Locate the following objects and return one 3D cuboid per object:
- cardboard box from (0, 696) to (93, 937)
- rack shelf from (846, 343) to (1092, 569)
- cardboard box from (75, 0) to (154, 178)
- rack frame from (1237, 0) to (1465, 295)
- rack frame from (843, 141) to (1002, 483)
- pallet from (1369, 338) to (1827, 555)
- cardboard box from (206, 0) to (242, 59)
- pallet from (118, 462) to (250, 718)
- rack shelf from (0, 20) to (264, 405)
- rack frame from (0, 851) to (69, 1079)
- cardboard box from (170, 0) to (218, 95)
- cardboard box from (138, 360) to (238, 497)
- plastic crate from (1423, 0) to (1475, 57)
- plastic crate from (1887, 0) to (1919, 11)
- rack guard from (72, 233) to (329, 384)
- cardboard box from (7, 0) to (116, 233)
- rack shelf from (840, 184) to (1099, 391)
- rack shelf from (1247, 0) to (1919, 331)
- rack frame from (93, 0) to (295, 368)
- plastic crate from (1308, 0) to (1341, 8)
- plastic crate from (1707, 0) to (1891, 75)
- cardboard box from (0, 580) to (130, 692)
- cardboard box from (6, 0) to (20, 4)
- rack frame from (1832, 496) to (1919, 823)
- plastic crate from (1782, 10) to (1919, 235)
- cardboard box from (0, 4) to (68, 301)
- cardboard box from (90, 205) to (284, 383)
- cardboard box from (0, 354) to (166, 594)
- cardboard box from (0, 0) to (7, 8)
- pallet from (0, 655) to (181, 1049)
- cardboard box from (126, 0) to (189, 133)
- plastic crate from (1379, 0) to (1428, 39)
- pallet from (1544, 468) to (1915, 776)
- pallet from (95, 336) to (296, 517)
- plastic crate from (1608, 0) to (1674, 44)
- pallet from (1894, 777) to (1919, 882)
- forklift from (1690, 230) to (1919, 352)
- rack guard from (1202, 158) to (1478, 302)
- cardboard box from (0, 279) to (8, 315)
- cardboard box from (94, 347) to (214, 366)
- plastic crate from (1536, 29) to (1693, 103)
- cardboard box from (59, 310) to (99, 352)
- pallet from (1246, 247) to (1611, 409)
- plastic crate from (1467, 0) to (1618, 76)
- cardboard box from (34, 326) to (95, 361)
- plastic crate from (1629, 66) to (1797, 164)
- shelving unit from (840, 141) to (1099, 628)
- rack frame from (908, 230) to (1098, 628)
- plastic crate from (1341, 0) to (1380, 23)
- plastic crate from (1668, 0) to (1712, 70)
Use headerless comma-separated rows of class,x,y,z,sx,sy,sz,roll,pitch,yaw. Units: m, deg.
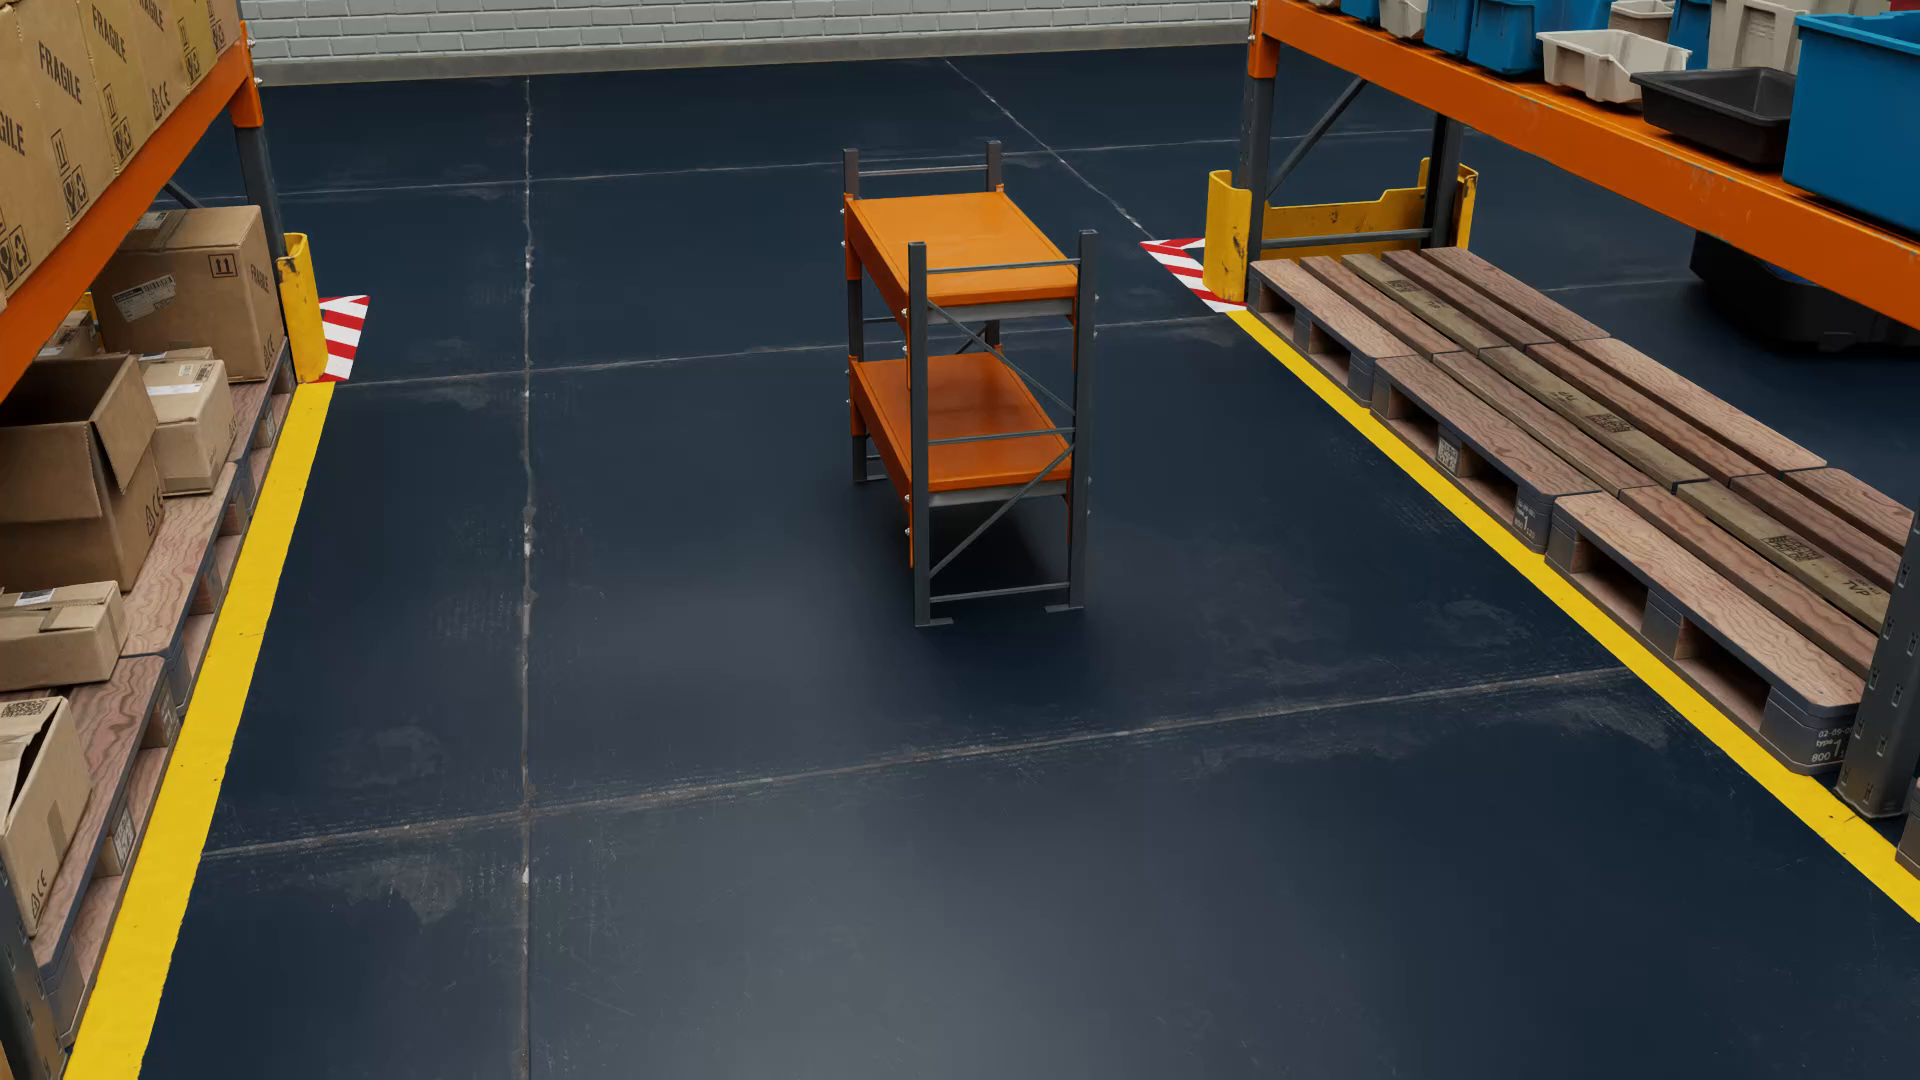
cardboard box,-2.094,0.550,3.326,0.500,0.311,0.500,-6,27,-12
rack shelf,-0.002,-0.287,5.113,0.538,0.278,1.000,-6,27,-12
cardboard box,-2.404,-1.211,4.209,0.500,0.500,0.500,-6,27,-12
rack frame,1.715,-2.505,6.883,1.000,3.000,0.127,-6,27,-12
rack frame,-0.116,-0.728,5.445,0.500,1.125,0.032,-6,27,-12
pallet,2.135,-0.359,5.728,1.003,0.211,1.213,-6,27,-12
cardboard box,-2.745,-1.879,5.533,0.500,0.500,0.500,-5,27,-10
pallet,-2.642,0.159,4.700,1.003,0.211,1.213,-6,27,-12
rack shelf,-2.661,-0.804,4.313,1.077,0.370,4.000,-6,27,-12
rack frame,-2.210,-0.247,2.411,1.000,3.000,0.127,-6,27,-12
cardboard box,-2.625,-1.652,5.082,0.500,0.500,0.500,-6,27,-11
cardboard box,-2.564,-0.338,5.155,0.500,0.250,0.500,-6,27,-12
plastic crate,1.747,-1.737,5.482,0.416,0.233,0.300,-6,27,-12
plastic crate,2.660,-1.221,4.204,0.402,0.464,0.583,-6,27,-12
rack guard,-3.094,-0.854,6.387,1.175,0.500,0.348,-6,27,-12
cardboard box,-2.288,-0.988,3.767,0.500,0.500,0.500,-6,27,-12
rack shelf,-0.002,-0.766,4.871,0.538,0.278,1.000,-6,27,-12
rack shelf,2.166,-1.306,5.306,1.077,0.370,4.000,-6,27,-12
rack frame,-3.111,-2.003,5.890,1.000,3.000,0.127,-6,27,-12
plastic crate,1.442,-2.123,6.353,0.250,0.136,0.298,-6,27,-12
plastic crate,2.452,-1.412,4.783,0.437,0.282,0.530,-6,27,-12
cardboard box,-2.298,0.236,4.109,0.380,0.166,0.250,-6,27,-12
cardboard box,-2.274,-1.426,3.526,0.500,0.500,0.500,-7,28,-13
rack frame,2.617,-0.749,3.404,1.000,3.000,0.127,-6,27,-12
plastic crate,2.179,-0.939,3.732,0.392,0.384,0.575,-6,27,-12
cardboard box,-2.178,-0.768,3.331,0.500,0.500,0.500,-5,27,-11
cardboard box,-2.749,-0.870,5.931,0.500,0.500,0.500,-6,27,-12
cardboard box,-2.638,-0.154,4.508,0.797,0.503,0.637,-6,27,-12
cardboard box,-2.159,-1.200,3.078,0.500,0.500,0.500,-7,28,-13
pallet,-2.364,0.696,3.637,1.003,0.211,1.213,-6,27,-12
cardboard box,-2.518,-1.432,4.647,0.500,0.500,0.500,-6,27,-11
plastic crate,1.595,-1.825,5.763,0.250,0.136,0.298,-6,27,-12
pallet,2.413,0.177,4.665,1.003,0.211,1.213,-6,27,-12
pallet,-2.914,-0.375,5.759,1.003,0.211,1.213,-6,27,-12
plastic crate,2.298,-1.698,5.510,0.298,0.136,0.250,-6,27,-12
pallet,2.750,0.839,3.353,1.003,0.211,1.213,-6,27,-12
forklift,4.794,-2.245,6.445,3.031,2.935,1.130,1,27,2
rack guard,1.697,-1.398,7.465,1.175,0.500,0.348,-6,27,-12
cardboard box,-2.059,-0.543,2.887,0.500,0.500,0.500,-5,27,-10
cardboard box,-2.745,-0.534,5.636,0.380,0.166,0.250,-6,27,-12
plastic crate,1.932,-1.392,4.904,0.293,0.136,0.466,-6,27,-12
cardboard box,-3.352,-0.708,6.000,0.380,0.149,0.250,-6,27,-12
pallet,1.863,-0.894,6.787,1.003,0.211,1.213,-6,27,-12
plastic crate,1.815,-1.605,5.220,0.416,0.233,0.300,-6,27,-12
cardboard box,-3.153,-0.485,5.446,0.500,0.250,0.500,-6,27,-12
plastic crate,2.103,-1.117,4.372,0.437,0.125,0.590,-6,27,-12
shelving unit,-0.002,-0.505,5.002,0.538,1.125,1.048,-6,27,-12
rack frame,0.113,-0.282,4.560,0.500,1.125,0.032,-6,27,-12
plastic crate,1.599,-2.026,6.054,0.416,0.233,0.300,-6,27,-12
plastic crate,2.428,-1.581,5.173,0.416,0.233,0.300,-6,27,-12
